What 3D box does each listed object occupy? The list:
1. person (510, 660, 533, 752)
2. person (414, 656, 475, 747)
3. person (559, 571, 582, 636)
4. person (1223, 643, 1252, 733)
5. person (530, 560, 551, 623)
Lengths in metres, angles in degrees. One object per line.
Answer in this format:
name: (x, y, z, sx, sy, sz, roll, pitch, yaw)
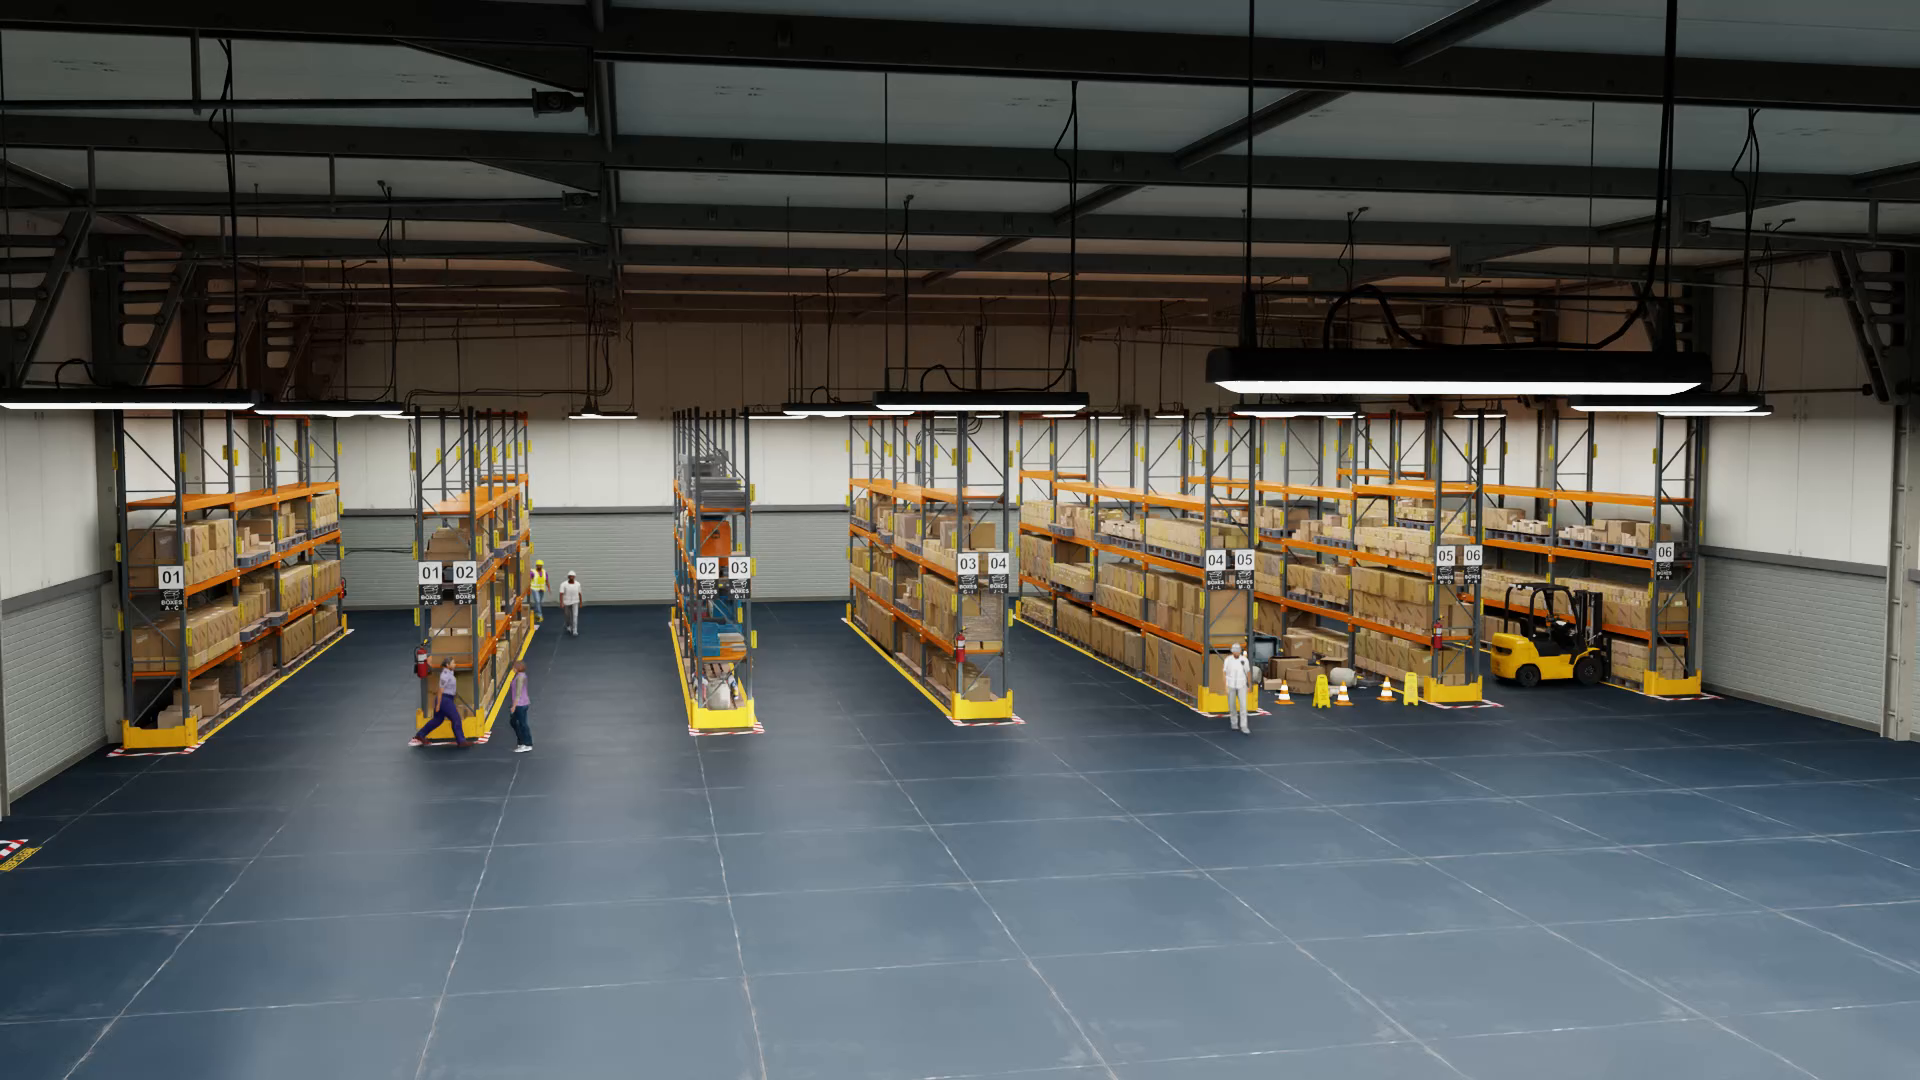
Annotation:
person: (-7.604, 2.901, 28.802, 0.384, 1.662, 0.470, -1, 4, -16)
person: (-9.074, 2.837, 29.242, 1.032, 1.587, 0.492, -1, 4, -10)
person: (-10.456, 1.687, 44.656, 0.584, 1.714, 1.093, -1, 4, -15)
person: (5.107, 2.713, 30.607, 0.552, 1.620, 0.927, 1, 4, 16)
person: (-12.128, 1.451, 47.889, 0.610, 1.758, 0.936, -4, 6, -44)
